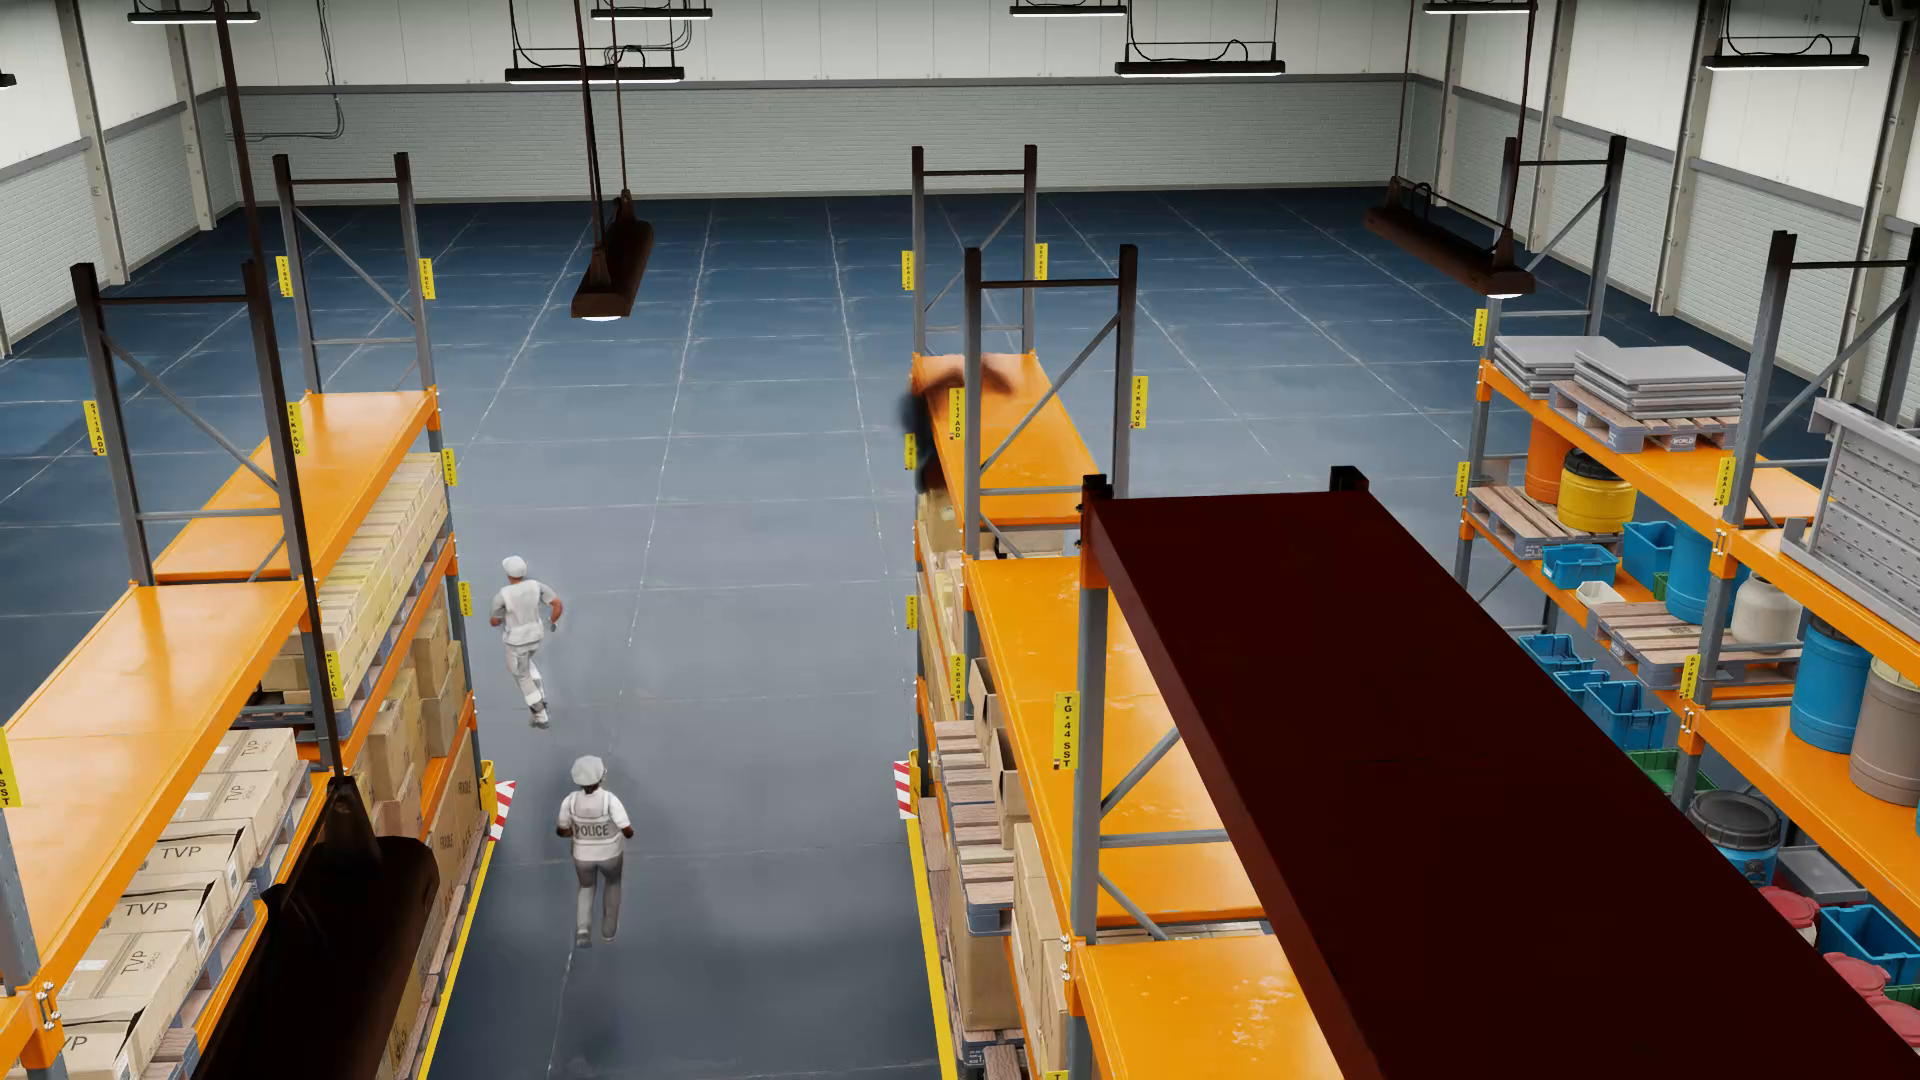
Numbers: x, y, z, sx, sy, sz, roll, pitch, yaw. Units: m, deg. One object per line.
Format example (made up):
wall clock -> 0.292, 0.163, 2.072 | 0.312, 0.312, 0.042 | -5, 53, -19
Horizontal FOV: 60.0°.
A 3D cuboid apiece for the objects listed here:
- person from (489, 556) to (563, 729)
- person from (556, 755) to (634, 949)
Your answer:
person -> -4.268, 0.970, 16.239 | 0.716, 1.788, 0.642 | 20, 29, 41
person -> -2.781, 2.410, 12.786 | 0.591, 1.652, 0.599 | -1, 22, -2
